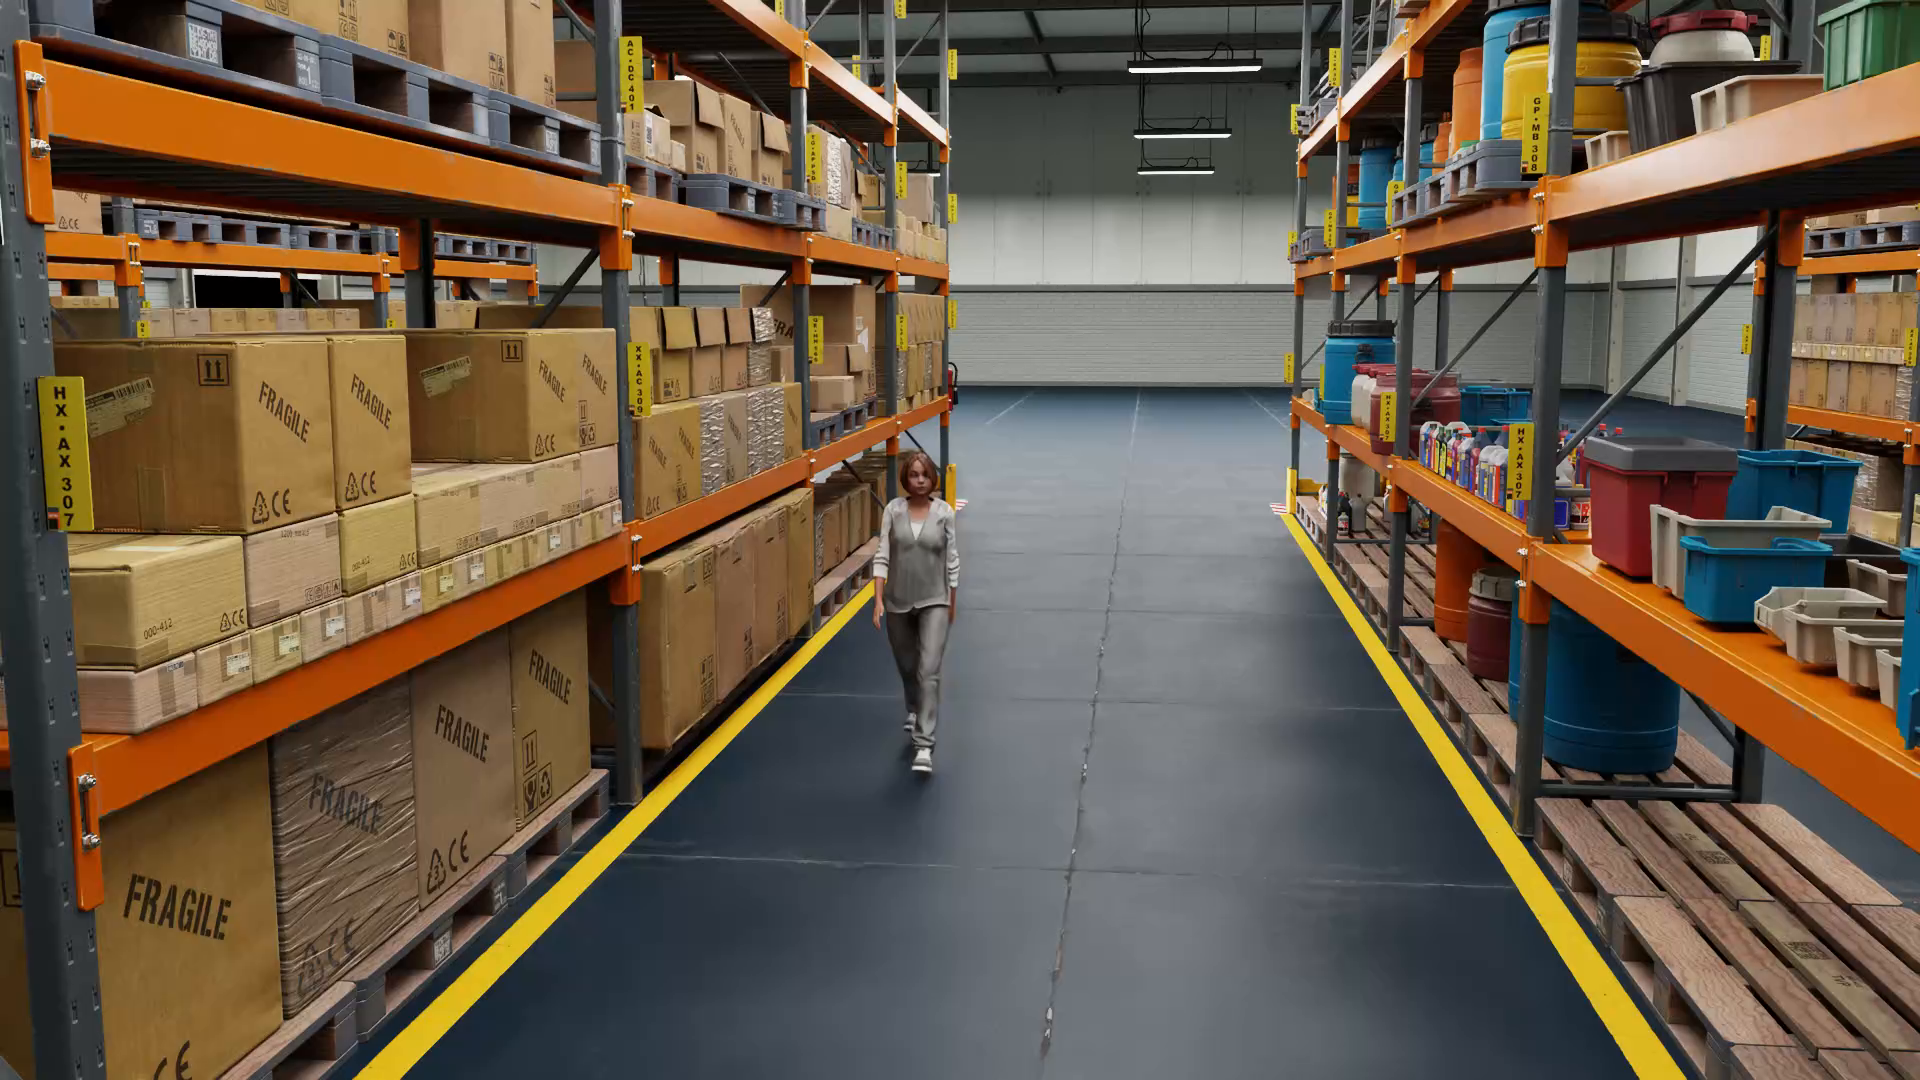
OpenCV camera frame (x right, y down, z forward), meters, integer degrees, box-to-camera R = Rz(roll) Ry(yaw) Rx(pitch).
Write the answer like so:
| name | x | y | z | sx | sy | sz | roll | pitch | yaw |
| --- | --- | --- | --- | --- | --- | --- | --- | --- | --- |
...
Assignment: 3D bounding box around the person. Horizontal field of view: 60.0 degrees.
| name | x | y | z | sx | sy | sz | roll | pitch | yaw |
| --- | --- | --- | --- | --- | --- | --- | --- | --- | --- |
| person | -0.225 | 0.327 | 8.408 | 0.419 | 1.543 | 0.951 | 1 | 8 | 7 |
